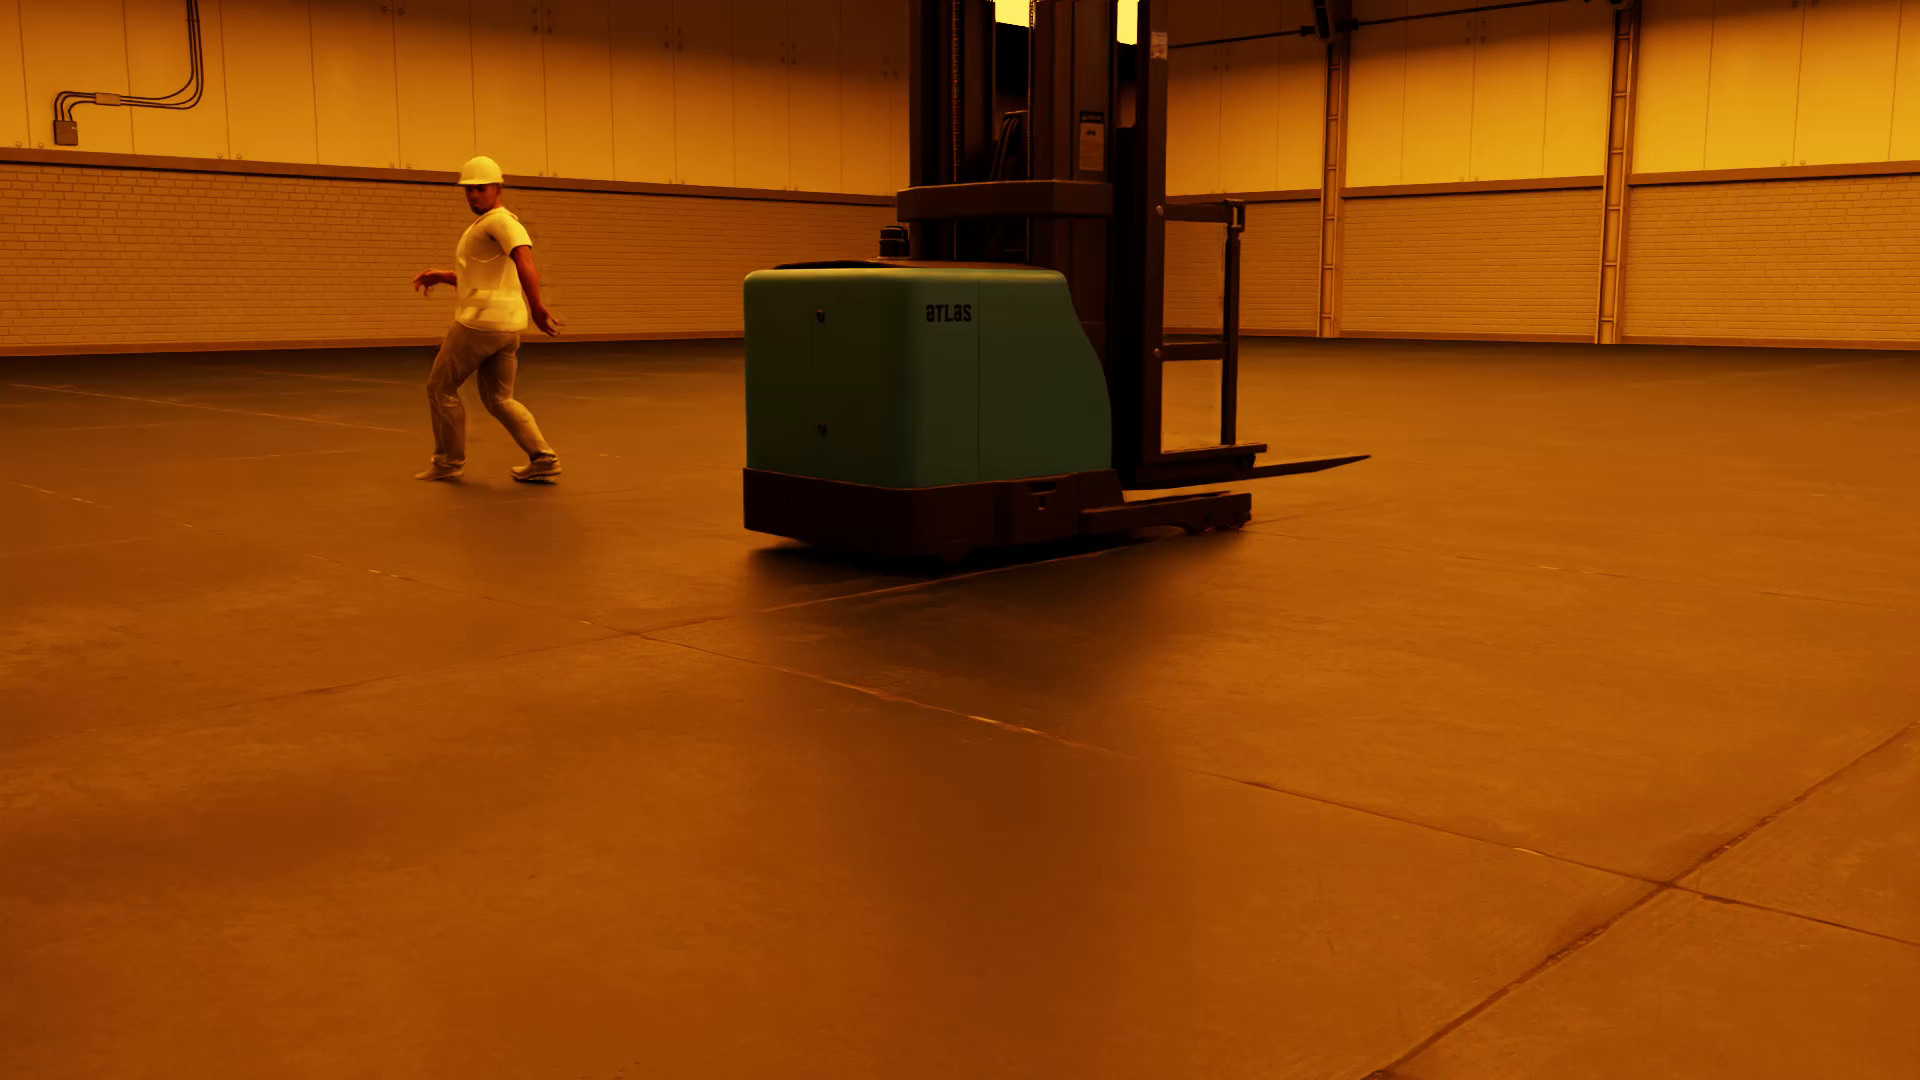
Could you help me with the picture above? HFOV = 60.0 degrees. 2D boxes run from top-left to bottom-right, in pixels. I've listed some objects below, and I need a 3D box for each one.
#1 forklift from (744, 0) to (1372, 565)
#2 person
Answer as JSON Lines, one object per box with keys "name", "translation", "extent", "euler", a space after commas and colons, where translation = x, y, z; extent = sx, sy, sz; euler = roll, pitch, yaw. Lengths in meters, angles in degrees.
{"name": "forklift", "translation": [0.594, -1.519, 6.961], "extent": [3.031, 2.935, 1.130], "euler": [-7, 11, -41]}
{"name": "person", "translation": [-2.466, -1.133, 8.684], "extent": [0.987, 1.704, 0.582], "euler": [2, 9, 11]}
